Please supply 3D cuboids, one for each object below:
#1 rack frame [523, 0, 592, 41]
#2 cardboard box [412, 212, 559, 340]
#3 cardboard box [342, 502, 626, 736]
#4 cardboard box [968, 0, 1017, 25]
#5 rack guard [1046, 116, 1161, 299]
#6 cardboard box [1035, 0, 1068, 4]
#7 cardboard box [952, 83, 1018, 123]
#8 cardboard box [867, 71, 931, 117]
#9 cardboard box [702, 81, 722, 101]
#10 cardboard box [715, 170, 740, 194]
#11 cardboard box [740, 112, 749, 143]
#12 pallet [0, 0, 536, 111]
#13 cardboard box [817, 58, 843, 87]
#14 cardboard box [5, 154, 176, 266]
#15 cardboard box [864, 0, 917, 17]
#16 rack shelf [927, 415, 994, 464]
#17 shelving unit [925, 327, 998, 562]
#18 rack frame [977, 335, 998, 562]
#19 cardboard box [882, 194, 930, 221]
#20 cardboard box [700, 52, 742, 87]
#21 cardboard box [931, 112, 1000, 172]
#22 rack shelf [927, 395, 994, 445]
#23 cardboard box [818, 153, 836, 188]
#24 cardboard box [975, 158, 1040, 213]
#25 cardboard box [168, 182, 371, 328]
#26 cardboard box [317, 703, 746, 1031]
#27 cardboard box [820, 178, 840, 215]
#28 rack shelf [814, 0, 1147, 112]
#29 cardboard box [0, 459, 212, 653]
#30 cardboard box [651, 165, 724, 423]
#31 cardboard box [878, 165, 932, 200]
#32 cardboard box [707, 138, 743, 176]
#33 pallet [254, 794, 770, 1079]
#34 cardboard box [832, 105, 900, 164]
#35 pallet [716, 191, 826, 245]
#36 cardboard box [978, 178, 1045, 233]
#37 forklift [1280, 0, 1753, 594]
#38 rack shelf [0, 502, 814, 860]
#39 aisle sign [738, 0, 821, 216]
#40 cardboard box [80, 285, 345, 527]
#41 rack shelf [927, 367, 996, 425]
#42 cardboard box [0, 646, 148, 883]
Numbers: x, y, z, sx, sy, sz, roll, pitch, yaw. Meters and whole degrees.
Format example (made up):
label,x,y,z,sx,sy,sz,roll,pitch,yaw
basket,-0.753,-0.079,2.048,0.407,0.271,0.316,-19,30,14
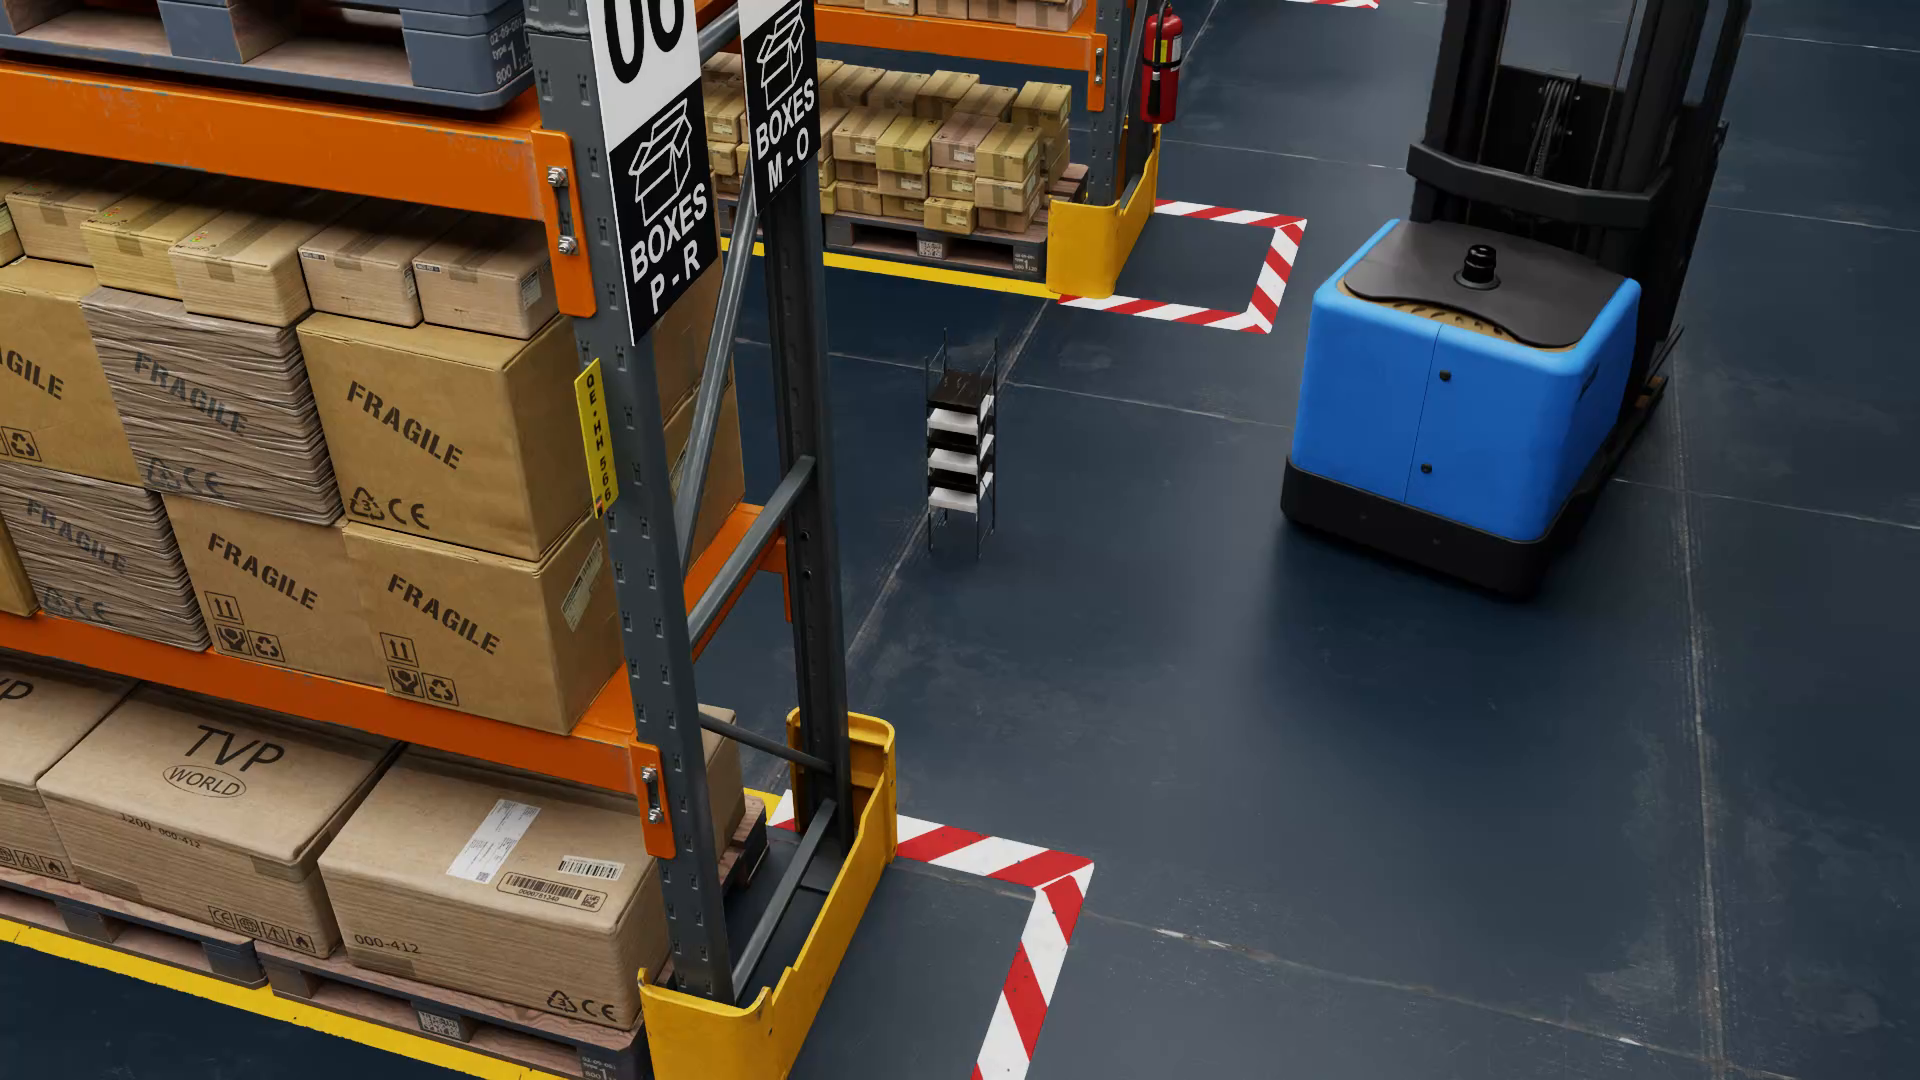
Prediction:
label,x,y,z,sx,sy,sz,roll,pitch,yaw
rack frame,-0.546,-2.359,2.364,0.127,3.000,1.000,10,38,14
cardboard box,-0.948,-0.597,3.556,0.250,0.149,0.380,11,38,15
cardboard box,-1.085,0.081,4.025,0.500,0.500,0.500,11,38,14
cardboard box,0.212,-2.623,7.996,0.250,0.149,0.380,10,38,14
rack guard,0.761,-1.768,8.731,0.348,0.500,1.175,10,38,14
cardboard box,0.328,-2.855,7.764,0.500,0.500,0.500,11,38,15
cardboard box,0.136,-2.288,8.877,0.250,0.149,0.380,11,38,15
cardboard box,-0.328,-2.402,9.031,0.250,0.149,0.380,9,37,12
cardboard box,-1.457,-2.326,8.929,0.250,0.149,0.380,9,37,12
cardboard box,-1.208,-2.034,9.034,0.250,0.149,0.380,12,38,15
cardboard box,-0.975,-2.230,8.798,0.250,0.149,0.380,9,37,12
pallet,-1.257,-1.241,3.449,1.213,0.211,1.003,10,38,14
cardboard box,-0.827,-2.528,9.204,0.250,0.149,0.380,11,38,15
cardboard box,-1.926,-0.781,3.805,0.250,0.149,0.380,10,38,13
cardboard box,-0.282,-2.691,8.088,0.250,0.149,0.380,11,38,15
rack shelf,0.008,-0.407,6.448,0.200,0.077,0.258,10,38,14
shelving unit,0.008,-0.361,6.481,0.210,0.900,0.258,10,38,14
rack frame,0.105,-0.343,6.457,0.006,0.900,0.240,10,38,14
cardboard box,-0.233,-1.841,8.772,0.250,0.149,0.380,10,38,14
cardboard box,-1.300,-2.625,9.334,0.250,0.149,0.380,9,37,12
cardboard box,0.030,-2.049,8.553,0.250,0.149,0.380,11,38,15
rack shelf,0.008,-0.479,6.394,0.200,0.077,0.258,10,38,14
cardboard box,-0.750,-2.009,8.749,0.250,0.149,0.380,11,38,15
cardboard box,0.245,-1.834,8.511,0.250,0.149,0.380,10,37,13
cardboard box,-1.469,-0.627,3.596,0.250,0.149,0.380,10,38,13
cardboard box,-1.206,0.860,4.859,0.875,0.438,0.875,9,37,12
cardboard box,-0.735,-1.887,8.834,0.250,0.149,0.380,9,37,12
rack shelf,-1.075,-2.825,8.665,4.000,0.370,1.077,10,38,14
cardboard box,-2.054,-0.101,4.273,0.500,0.500,0.500,12,38,15
cardboard box,-0.919,-0.632,4.150,0.500,0.500,0.500,10,37,13
cardboard box,-0.252,-1.925,8.635,0.250,0.149,0.380,9,37,12
cardboard box,-1.260,-2.098,8.870,0.250,0.149,0.380,11,38,14
pallet,-1.332,1.083,5.101,1.213,0.211,1.003,10,38,14
cardboard box,-0.483,-2.105,8.628,0.250,0.149,0.380,9,37,12
pallet,-1.164,-2.032,9.333,1.213,0.211,1.003,10,38,14
cardboard box,0.269,-1.758,8.658,0.250,0.149,0.380,11,38,15
forklift,2.547,-1.811,6.738,1.130,2.935,3.031,22,41,27
rack shelf,-2.455,-0.007,4.836,4.000,0.370,1.077,10,38,14
aisle sign,-0.391,-1.141,3.577,0.004,0.787,0.394,10,38,14
cardboard box,-1.585,-0.412,3.852,0.500,0.500,0.500,11,38,14
rack shelf,0.008,-0.552,6.341,0.200,0.077,0.258,10,38,14
cardboard box,-2.942,0.542,5.290,0.875,0.438,0.875,9,37,13
